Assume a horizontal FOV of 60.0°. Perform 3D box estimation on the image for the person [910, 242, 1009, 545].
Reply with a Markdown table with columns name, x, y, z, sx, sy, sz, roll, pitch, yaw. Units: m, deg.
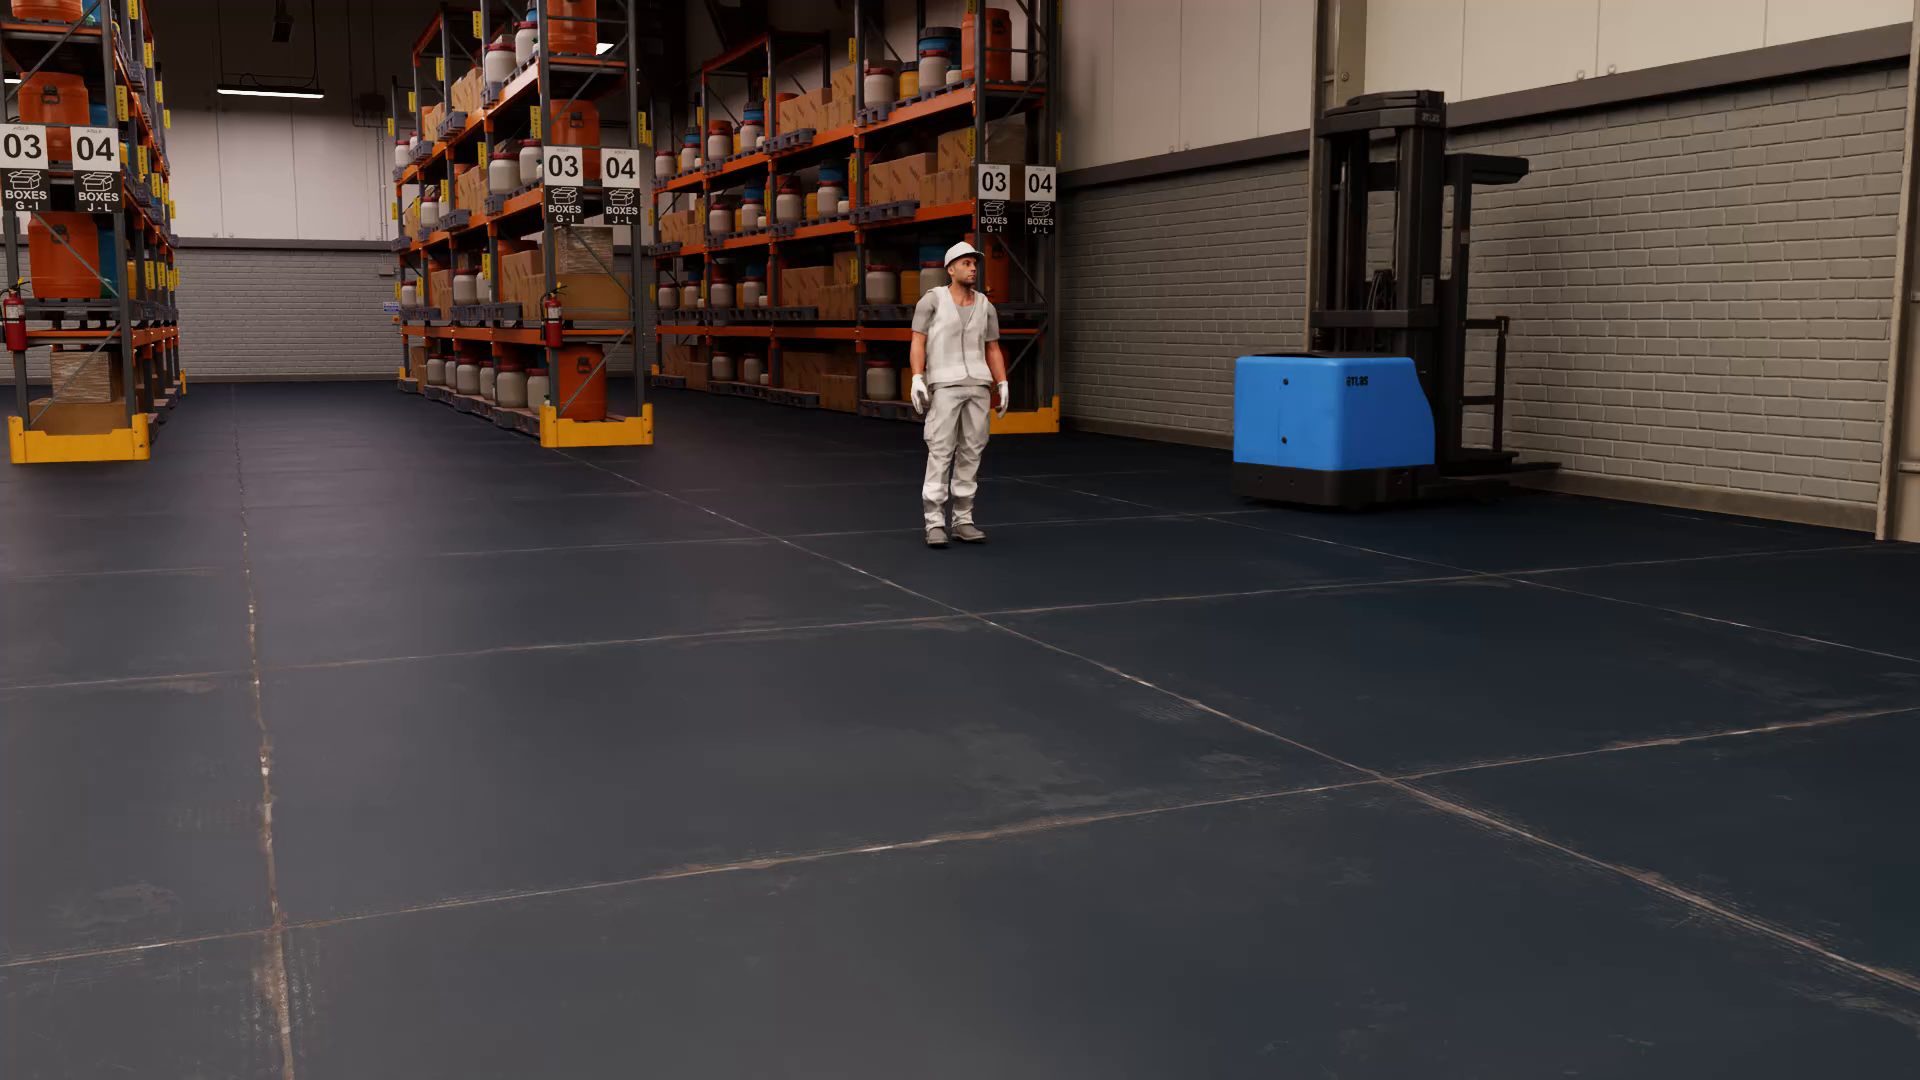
| name | x | y | z | sx | sy | sz | roll | pitch | yaw |
| --- | --- | --- | --- | --- | --- | --- | --- | --- | --- |
| person | 0.021 | -0.884 | 9.958 | 0.637 | 1.790 | 0.562 | -3 | 8 | -23 |

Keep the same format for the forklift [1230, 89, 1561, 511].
| name | x | y | z | sx | sy | sz | roll | pitch | yaw |
| --- | --- | --- | --- | --- | --- | --- | --- | --- | --- |
| forklift | 3.475 | -1.777 | 12.417 | 3.031 | 2.935 | 1.130 | -5 | 9 | -34 |
